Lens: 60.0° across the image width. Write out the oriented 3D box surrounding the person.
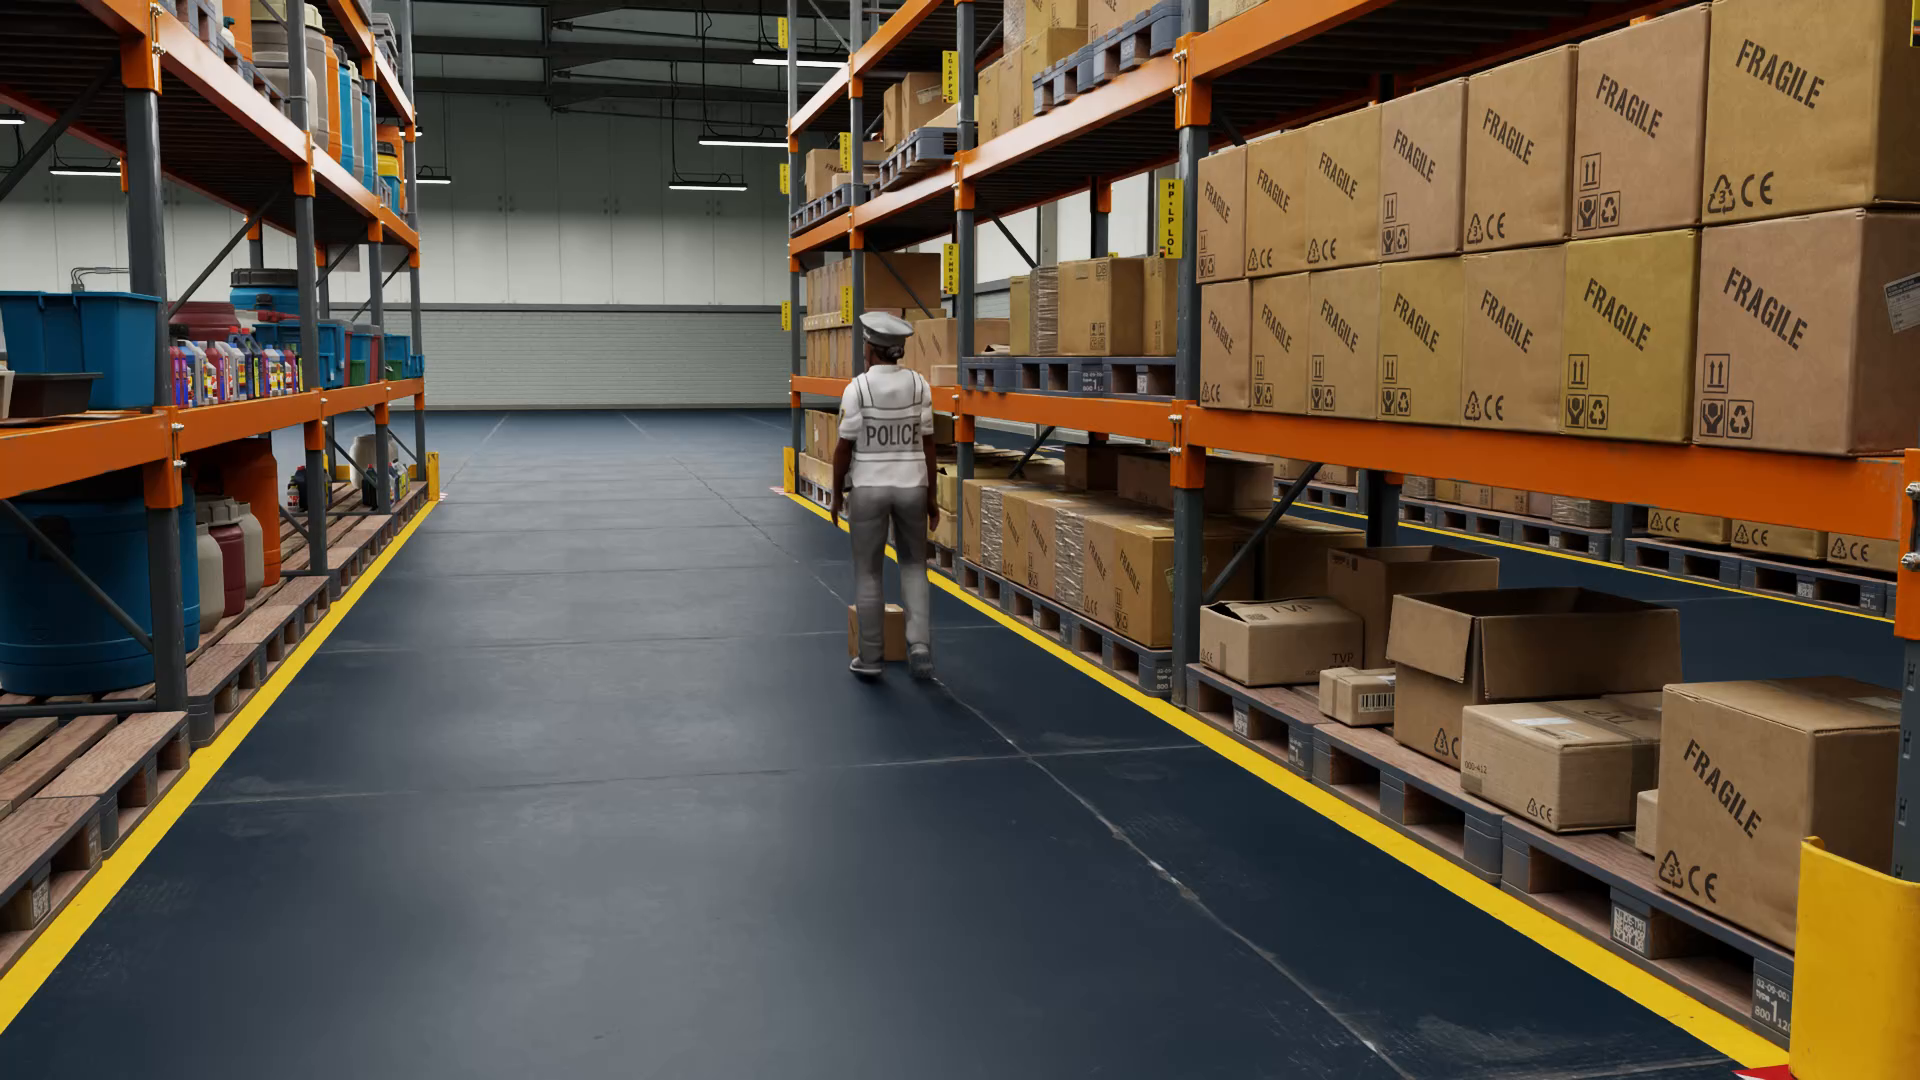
[{"bbox_3d":[-0.354,-0.185,7.708,0.496,1.726,0.452,-2,7,-18],"label":"person"}]
